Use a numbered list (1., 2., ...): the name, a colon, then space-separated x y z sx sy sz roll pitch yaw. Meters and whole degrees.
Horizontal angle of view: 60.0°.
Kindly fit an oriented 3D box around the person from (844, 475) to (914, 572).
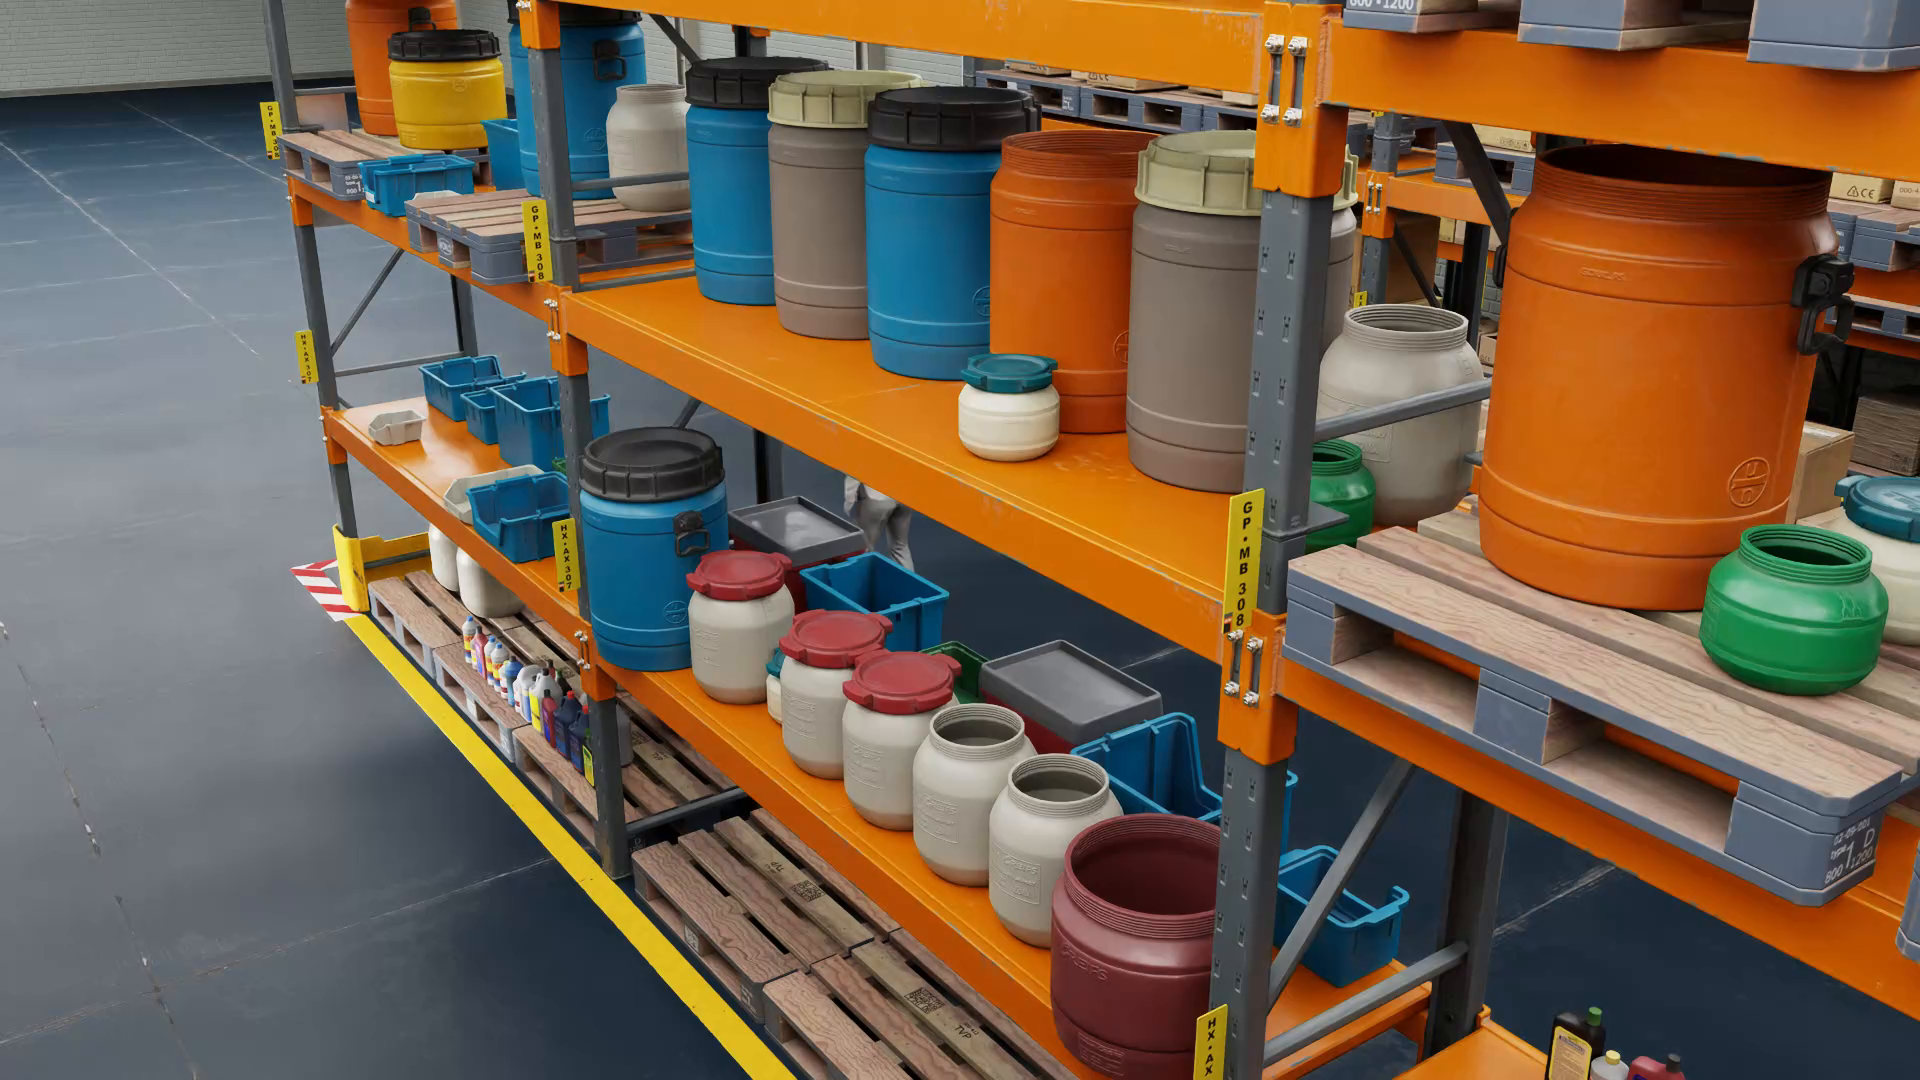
1. person: -0.491 -0.256 10.266 0.485 1.651 0.381 -14 26 -32
